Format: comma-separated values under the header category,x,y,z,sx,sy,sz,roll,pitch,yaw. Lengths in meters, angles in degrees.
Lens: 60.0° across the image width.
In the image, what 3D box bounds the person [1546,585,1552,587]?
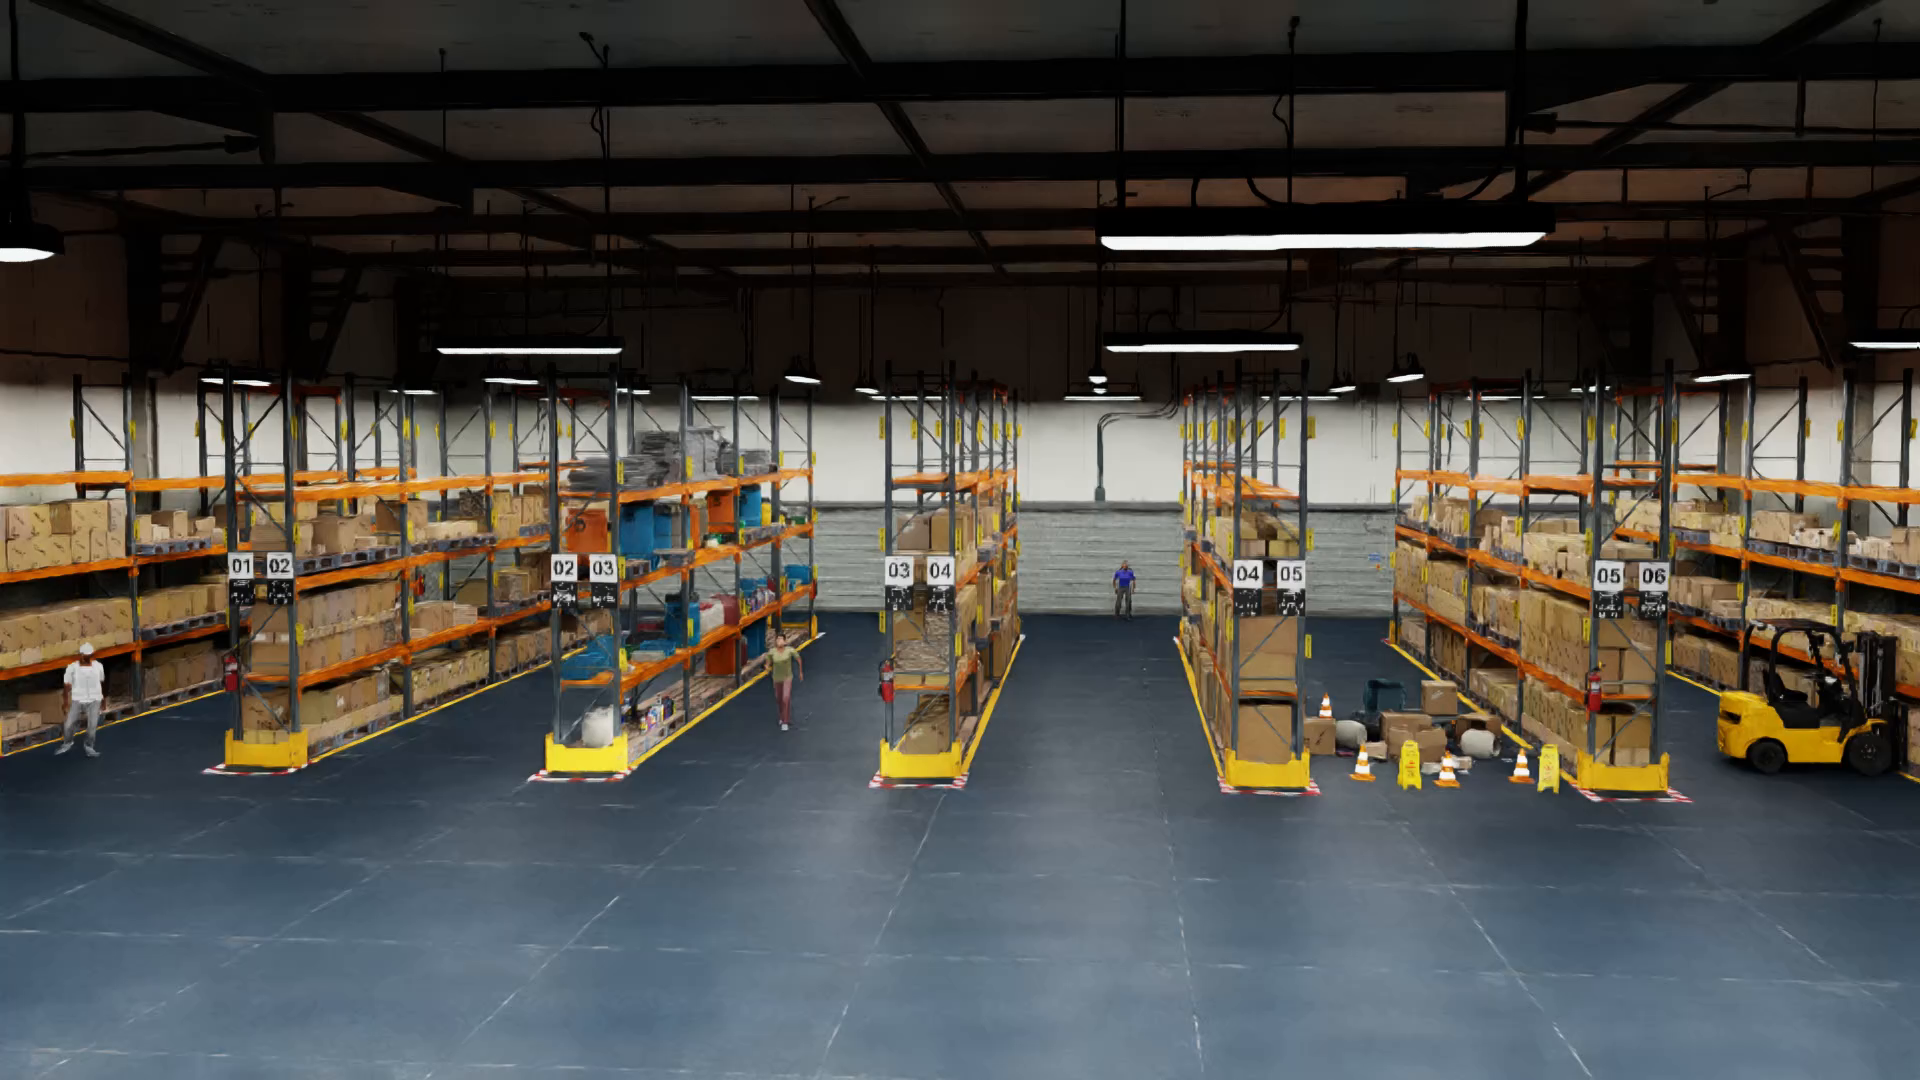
category,x,y,z,sx,sy,sz,roll,pitch,yaw
person,12.911,1.693,36.590,0.595,1.783,0.683,2,4,24

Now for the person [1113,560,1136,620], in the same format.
category,x,y,z,sx,sy,sz,roll,pitch,yaw
person,4.335,1.323,43.897,0.592,1.604,0.513,0,4,3

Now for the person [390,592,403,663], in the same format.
category,x,y,z,sx,sy,sz,roll,pitch,yaw
person,-11.275,1.913,33.189,0.636,1.775,0.677,3,5,37

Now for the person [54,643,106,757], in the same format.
category,x,y,z,sx,sy,sz,roll,pitch,yaw
person,-13.472,2.447,25.445,0.732,1.757,0.529,-3,5,-35

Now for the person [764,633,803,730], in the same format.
category,x,y,z,sx,sy,sz,roll,pitch,yaw
person,-2.995,2.351,28.103,0.603,1.600,0.799,1,4,11
